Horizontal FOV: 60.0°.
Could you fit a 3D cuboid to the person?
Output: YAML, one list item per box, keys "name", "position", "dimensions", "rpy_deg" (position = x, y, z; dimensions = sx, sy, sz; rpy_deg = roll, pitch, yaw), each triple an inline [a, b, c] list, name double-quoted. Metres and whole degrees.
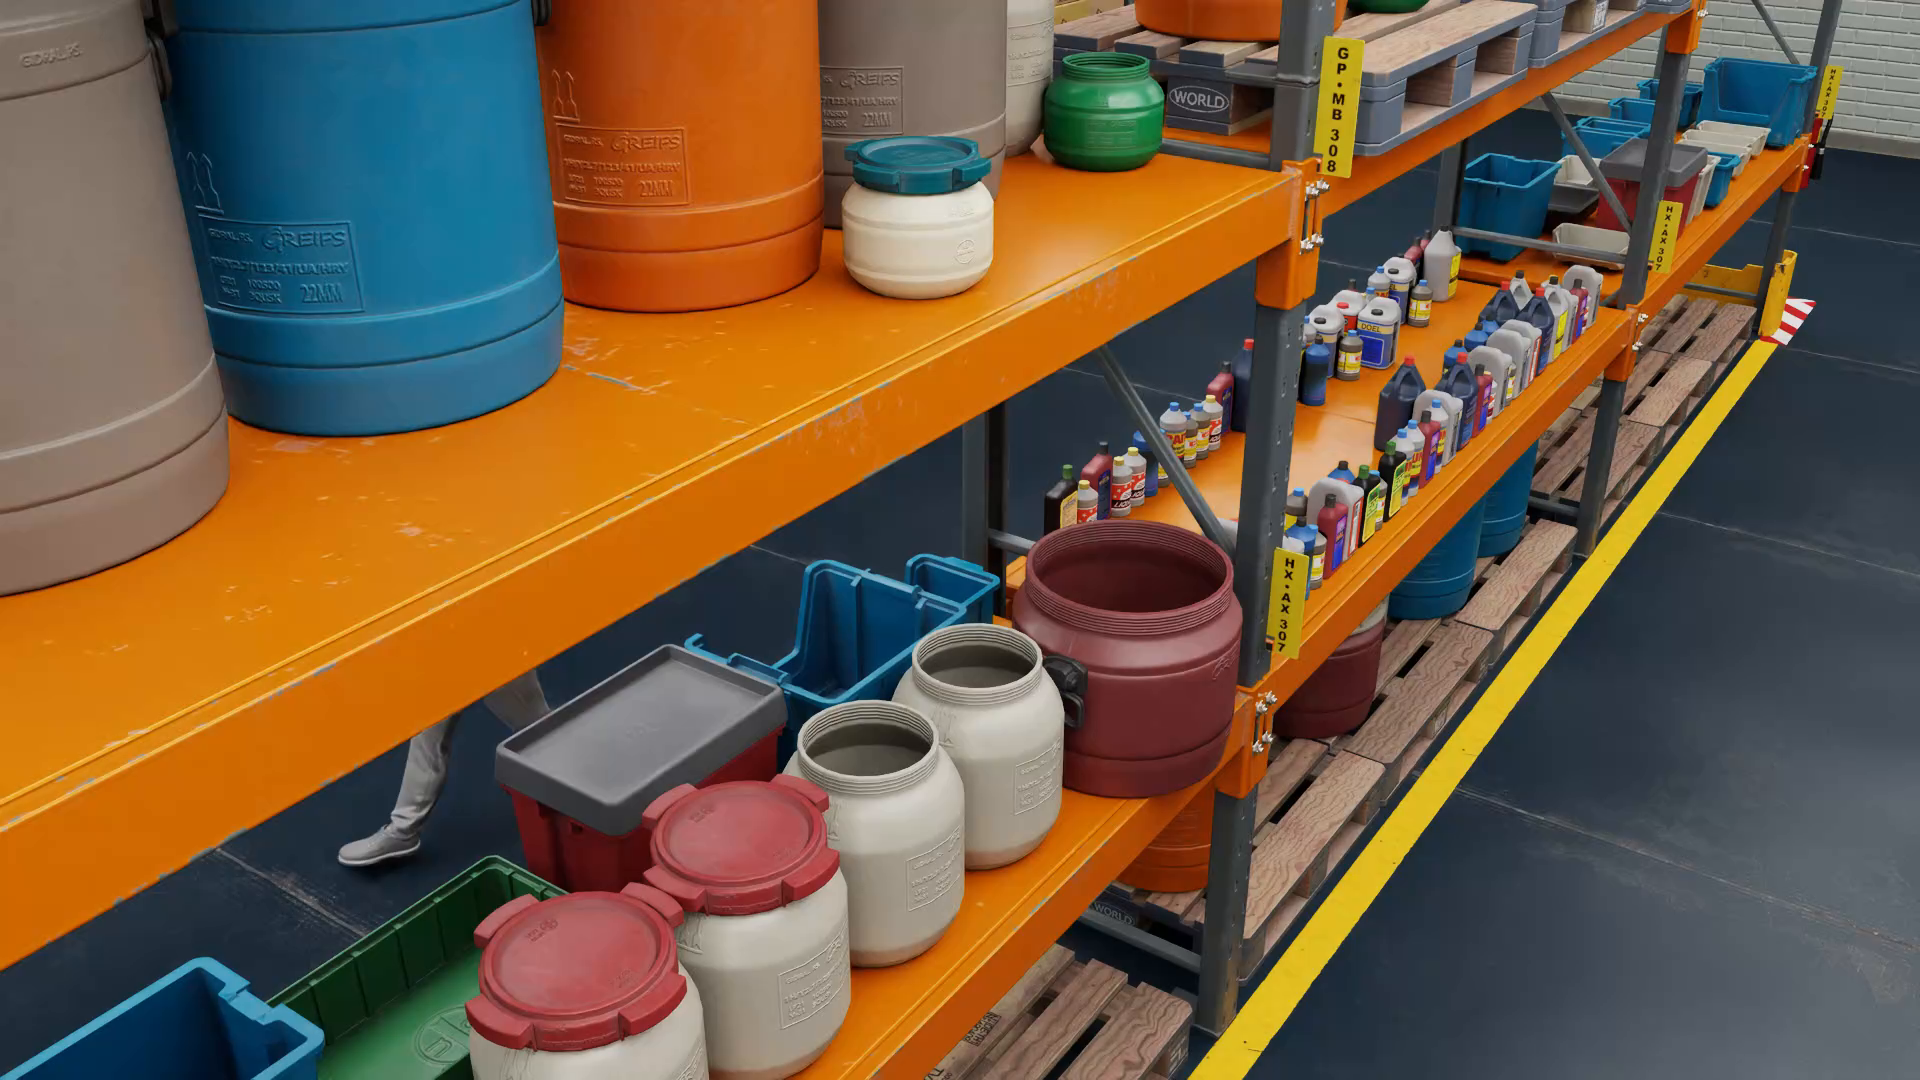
- name: "person"
  position: [-1.753, 0.399, 5.775]
  dimensions: [0.979, 1.636, 0.508]
  rpy_deg: [-17, 32, -30]
